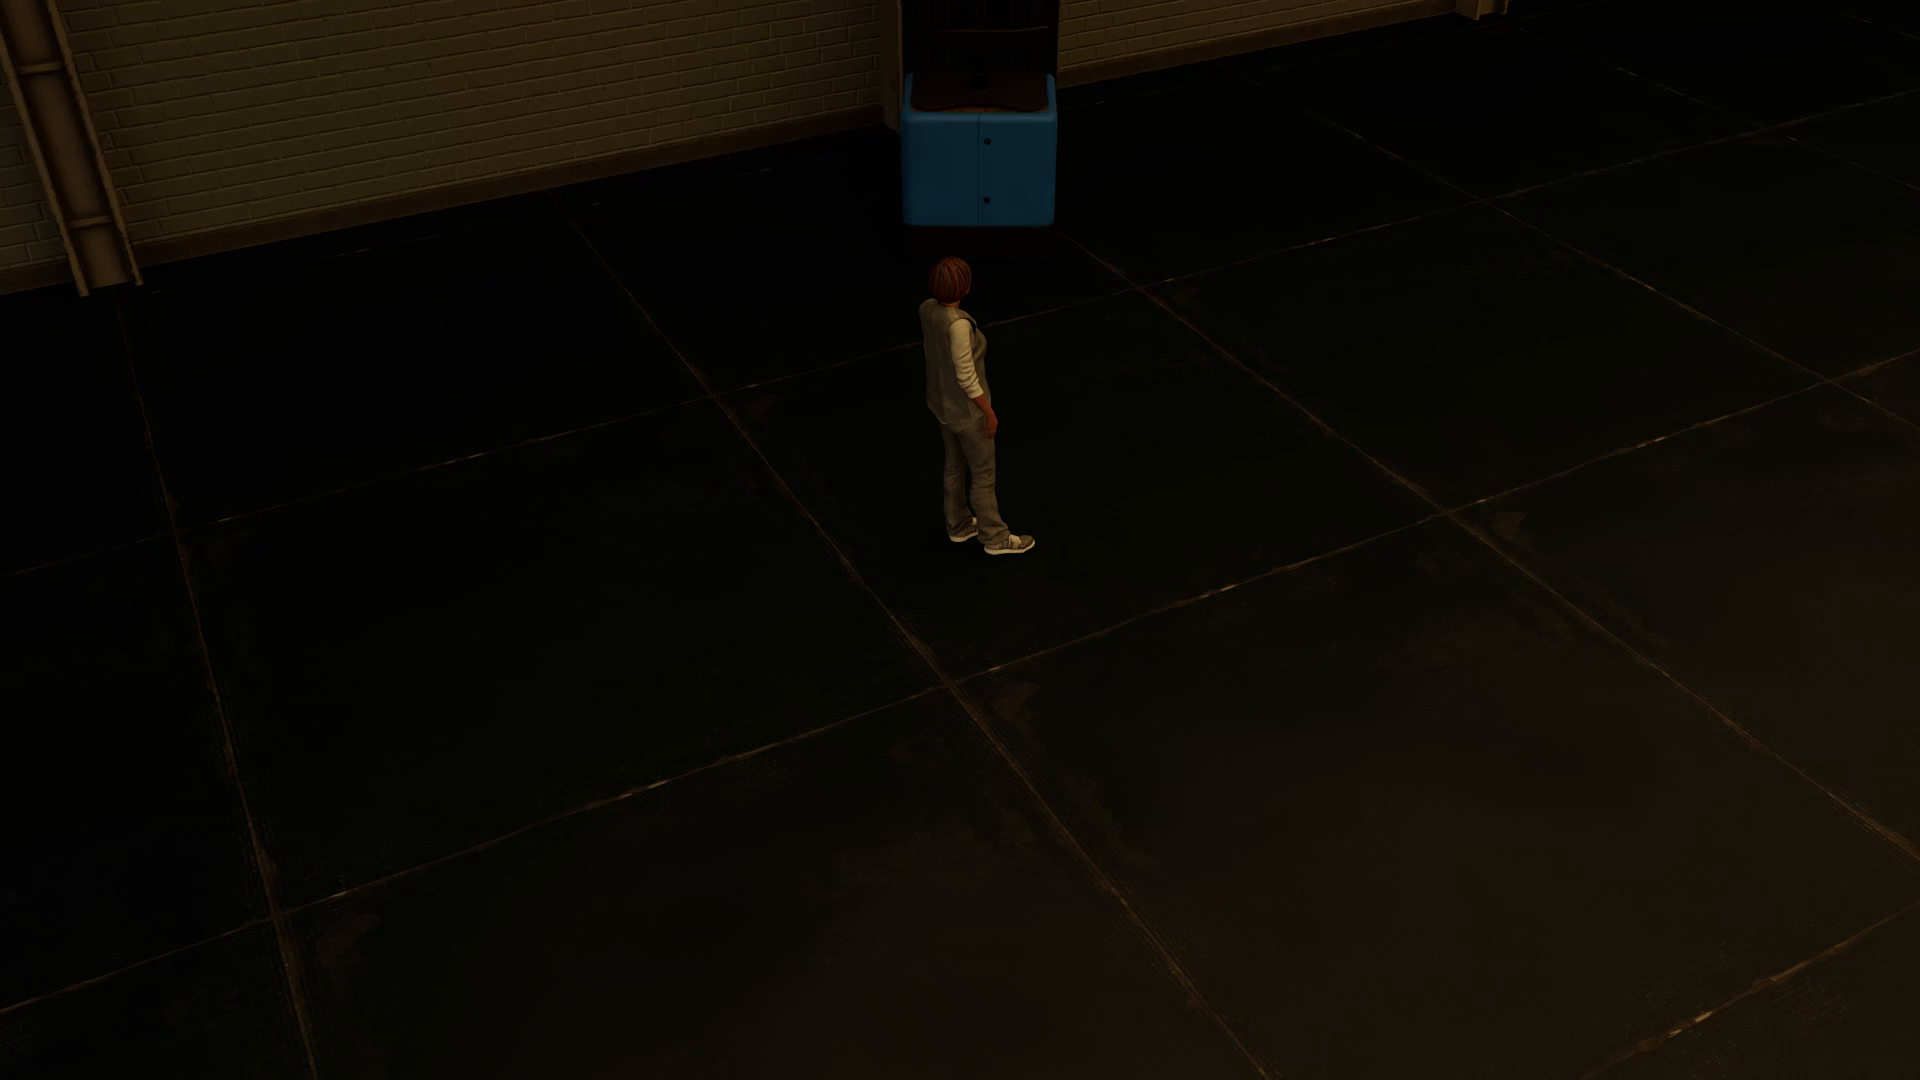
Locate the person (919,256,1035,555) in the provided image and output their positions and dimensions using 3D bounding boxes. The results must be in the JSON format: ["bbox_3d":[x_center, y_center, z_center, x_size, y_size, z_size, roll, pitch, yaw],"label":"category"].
[{"bbox_3d":[0.072,-0.669,8.218,0.473,1.592,0.521,-17,39,-23],"label":"person"}]

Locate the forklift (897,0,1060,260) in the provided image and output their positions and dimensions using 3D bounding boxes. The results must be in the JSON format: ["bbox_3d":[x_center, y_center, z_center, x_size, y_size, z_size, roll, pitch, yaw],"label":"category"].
[{"bbox_3d":[0.146,-3.902,11.644,1.130,2.935,3.031,1,35,1],"label":"forklift"}]
